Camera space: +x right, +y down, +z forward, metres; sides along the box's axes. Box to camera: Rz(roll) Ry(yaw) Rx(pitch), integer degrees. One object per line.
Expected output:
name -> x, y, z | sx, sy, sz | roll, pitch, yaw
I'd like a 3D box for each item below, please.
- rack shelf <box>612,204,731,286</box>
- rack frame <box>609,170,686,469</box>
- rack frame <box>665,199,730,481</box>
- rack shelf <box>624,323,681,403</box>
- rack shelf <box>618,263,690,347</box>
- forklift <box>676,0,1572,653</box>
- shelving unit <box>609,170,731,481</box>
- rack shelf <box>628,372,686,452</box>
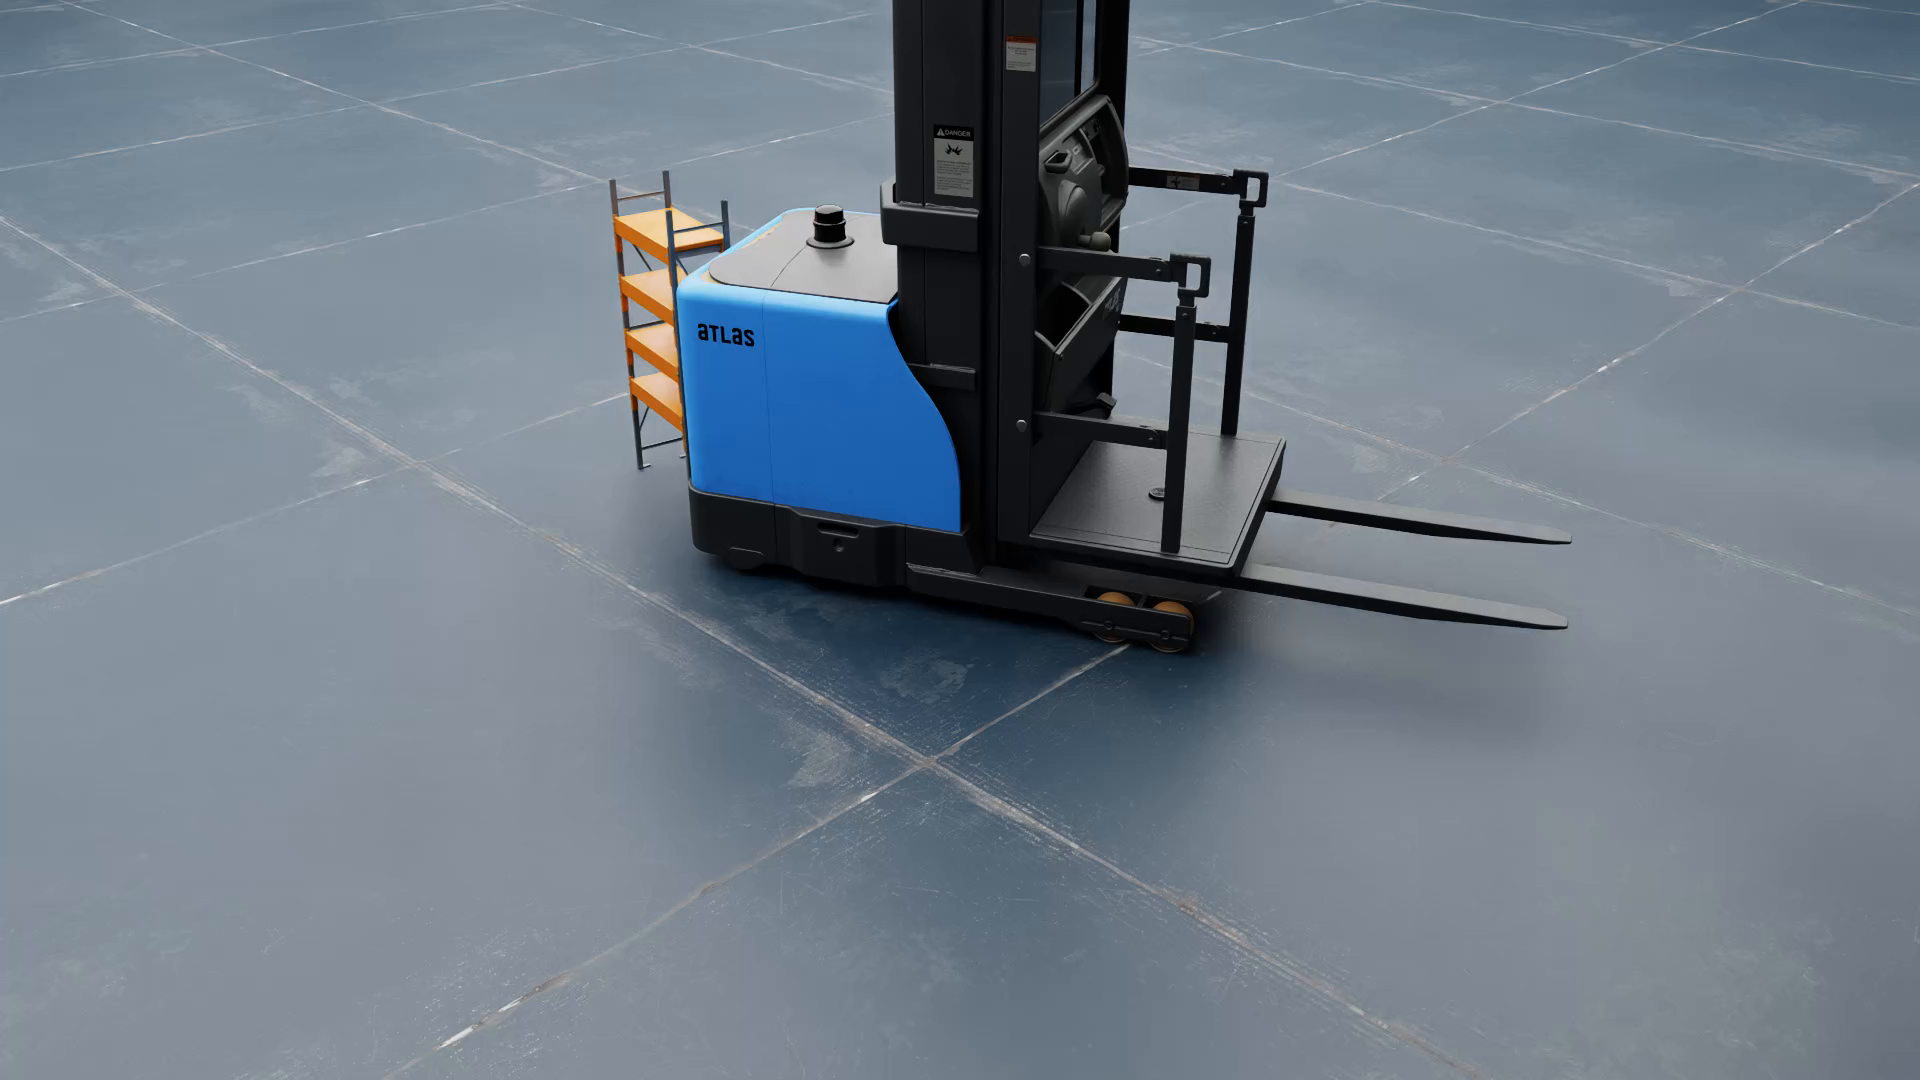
rack shelf -> -1.080, -1.109, 6.225 | 0.258, 0.148, 0.480 | -18, 32, -30
rack frame -> -1.218, -0.855, 6.587 | 0.240, 1.200, 0.015 | -18, 32, -30
rack frame -> -0.943, -0.667, 6.230 | 0.240, 1.200, 0.015 | -18, 32, -30
rack shelf -> -1.080, -0.701, 6.439 | 0.258, 0.148, 0.480 | -18, 32, -30
rack shelf -> -1.080, -0.899, 6.335 | 0.258, 0.148, 0.480 | -18, 32, -30
forklift -> 0.596, -1.201, 5.385 | 3.031, 2.935, 1.130 | 9, 29, 17
shelving unit -> -1.080, -0.761, 6.408 | 0.258, 1.200, 0.503 | -18, 32, -30
rack shelf -> -1.080, -0.526, 6.532 | 0.258, 0.148, 0.480 | -18, 32, -30
